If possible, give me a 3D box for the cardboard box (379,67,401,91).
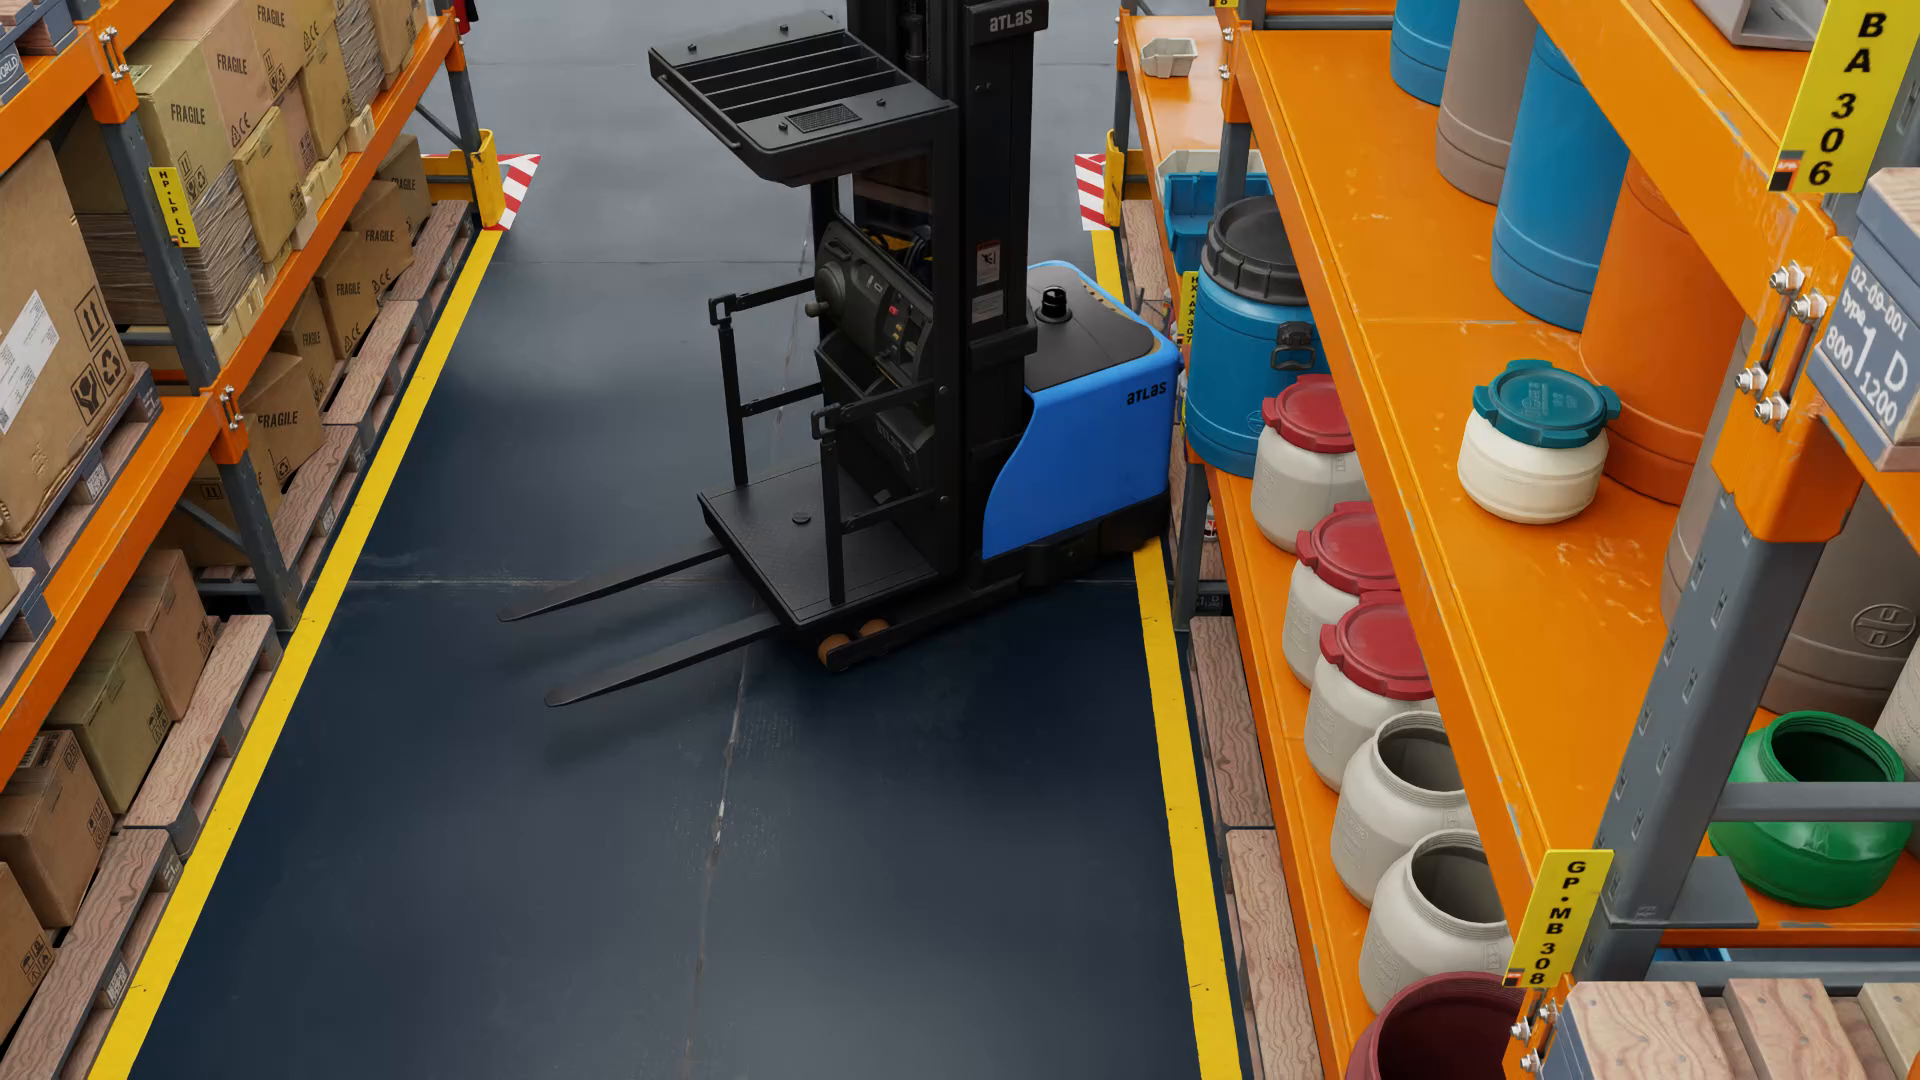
[{"bbox_3d":[-3.254,-2.544,8.973,0.380,0.149,0.250,0,39,0],"label":"cardboard box"}]

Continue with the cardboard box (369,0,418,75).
[{"bbox_3d":[-3.403,-2.788,8.758,0.875,0.500,0.500,0,39,0],"label":"cardboard box"}]

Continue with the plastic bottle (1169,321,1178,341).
[{"bbox_3d":[1.147,-1.052,8.739,0.097,0.271,0.097,0,39,0],"label":"plastic bottle"}]

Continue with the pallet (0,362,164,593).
[{"bbox_3d":[-3.637,-0.235,6.044,1.003,0.211,1.213,0,39,0],"label":"pallet"}]

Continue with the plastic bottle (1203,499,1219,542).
[{"bbox_3d":[1.148,-0.098,7.605,0.097,0.201,0.097,0,39,0],"label":"plastic bottle"}]

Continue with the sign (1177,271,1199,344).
[{"bbox_3d":[0.910,-0.906,6.506,0.100,0.325,0.005,0,39,0],"label":"sign"}]

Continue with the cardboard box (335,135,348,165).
[{"bbox_3d":[-3.253,-1.919,8.192,0.380,0.149,0.250,0,39,0],"label":"cardboard box"}]

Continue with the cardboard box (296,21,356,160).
[{"bbox_3d":[-3.457,-2.163,7.978,0.875,0.500,0.500,0,39,0],"label":"cardboard box"}]

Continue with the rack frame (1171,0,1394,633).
[{"bbox_3d":[1.460,-0.792,6.585,1.000,3.000,0.127,0,39,0],"label":"rack frame"}]

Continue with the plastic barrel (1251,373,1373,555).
[{"bbox_3d":[1.242,-0.246,5.795,0.433,0.535,0.433,0,39,0],"label":"plastic barrel"}]

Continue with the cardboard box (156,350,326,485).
[{"bbox_3d":[-3.461,-0.585,7.990,0.500,0.500,0.500,12,40,14],"label":"cardboard box"}]

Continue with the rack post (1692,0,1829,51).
[{"bbox_3d":[1.549,-1.979,3.109,1.013,1.000,3.121,0,39,0],"label":"rack post"}]

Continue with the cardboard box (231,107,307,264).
[{"bbox_3d":[-3.397,-1.537,7.197,0.875,0.500,0.500,0,39,0],"label":"cardboard box"}]

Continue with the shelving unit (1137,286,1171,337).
[{"bbox_3d":[0.817,-0.783,8.239,0.210,0.900,0.258,-15,41,-27],"label":"shelving unit"}]

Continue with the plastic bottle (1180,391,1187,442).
[{"bbox_3d":[1.171,-0.654,8.179,0.144,0.351,0.185,0,39,0],"label":"plastic bottle"}]

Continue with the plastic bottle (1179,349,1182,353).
[{"bbox_3d":[1.147,-0.900,8.606,0.097,0.201,0.097,0,39,0],"label":"plastic bottle"}]

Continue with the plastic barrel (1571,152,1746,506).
[{"bbox_3d":[1.680,-0.551,3.542,0.600,0.830,0.708,0,39,0],"label":"plastic barrel"}]

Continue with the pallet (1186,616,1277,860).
[{"bbox_3d":[1.500,0.788,6.844,1.003,0.211,1.213,0,39,0],"label":"pallet"}]

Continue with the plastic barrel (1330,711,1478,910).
[{"bbox_3d":[1.250,0.760,4.560,0.421,0.512,0.421,0,39,0],"label":"plastic barrel"}]

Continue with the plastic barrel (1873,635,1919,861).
[{"bbox_3d":[1.771,0.301,2.733,0.421,0.512,0.421,0,39,0],"label":"plastic barrel"}]

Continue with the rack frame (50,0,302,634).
[{"bbox_3d":[-3.493,-0.788,6.580,1.000,3.000,0.127,0,39,0],"label":"rack frame"}]

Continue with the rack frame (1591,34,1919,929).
[{"bbox_3d":[1.465,-0.631,1.587,1.000,3.000,0.127,0,39,0],"label":"rack frame"}]

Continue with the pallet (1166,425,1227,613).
[{"bbox_3d":[1.501,-0.123,7.981,1.003,0.211,1.213,0,39,0],"label":"pallet"}]

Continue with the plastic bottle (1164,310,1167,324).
[{"bbox_3d":[1.146,-1.174,8.948,0.097,0.201,0.097,0,39,0],"label":"plastic bottle"}]

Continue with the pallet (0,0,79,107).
[{"bbox_3d":[-3.598,-1.499,5.219,1.213,0.211,1.003,0,39,0],"label":"pallet"}]

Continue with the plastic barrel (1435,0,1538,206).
[{"bbox_3d":[1.679,-1.431,4.583,0.600,0.901,0.600,0,39,0],"label":"plastic barrel"}]

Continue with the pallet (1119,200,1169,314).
[{"bbox_3d":[1.499,-1.649,9.885,1.003,0.211,1.213,0,39,0],"label":"pallet"}]

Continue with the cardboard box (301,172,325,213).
[{"bbox_3d":[-3.218,-1.606,7.802,0.380,0.149,0.250,0,39,0],"label":"cardboard box"}]

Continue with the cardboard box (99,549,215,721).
[{"bbox_3d":[-3.513,0.400,6.745,0.700,0.500,0.500,-3,39,-4],"label":"cardboard box"}]

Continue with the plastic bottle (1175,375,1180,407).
[{"bbox_3d":[1.147,-0.771,8.445,0.097,0.201,0.097,0,39,0],"label":"plastic bottle"}]

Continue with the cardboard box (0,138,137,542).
[{"bbox_3d":[-3.632,-0.689,5.641,1.000,1.000,1.000,0,39,0],"label":"cardboard box"}]

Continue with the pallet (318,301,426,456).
[{"bbox_3d":[-3.533,-0.885,8.931,1.003,0.211,1.213,0,39,0],"label":"pallet"}]

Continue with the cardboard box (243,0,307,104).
[{"bbox_3d":[-3.241,-2.240,7.275,0.500,0.500,0.500,0,39,0],"label":"cardboard box"}]

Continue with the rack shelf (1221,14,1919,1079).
[{"bbox_3d":[1.463,-0.431,4.311,1.077,0.370,4.000,0,39,0],"label":"rack shelf"}]

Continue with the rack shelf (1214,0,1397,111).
[{"bbox_3d":[1.458,-2.932,7.432,1.077,0.370,4.000,0,39,0],"label":"rack shelf"}]

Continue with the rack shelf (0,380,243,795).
[{"bbox_3d":[-3.490,0.743,5.244,1.077,0.370,4.000,0,39,0],"label":"rack shelf"}]

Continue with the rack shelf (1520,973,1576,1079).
[{"bbox_3d":[1.467,2.071,1.189,1.077,0.370,4.000,0,39,0],"label":"rack shelf"}]

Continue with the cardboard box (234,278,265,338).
[{"bbox_3d":[-3.179,-0.981,7.022,0.380,0.149,0.250,0,39,0],"label":"cardboard box"}]

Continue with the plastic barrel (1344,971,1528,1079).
[{"bbox_3d":[1.162,1.367,3.783,0.600,0.536,0.708,0,39,0],"label":"plastic barrel"}]

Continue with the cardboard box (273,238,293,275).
[{"bbox_3d":[-3.217,-1.294,7.412,0.380,0.149,0.250,0,39,0],"label":"cardboard box"}]

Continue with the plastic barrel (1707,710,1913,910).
[{"bbox_3d":[1.414,0.446,2.766,0.294,0.245,0.294,0,39,0],"label":"plastic barrel"}]

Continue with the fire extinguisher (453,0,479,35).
[{"bbox_3d":[-3.036,-3.331,9.815,0.296,0.674,0.183,0,39,0],"label":"fire extinguisher"}]

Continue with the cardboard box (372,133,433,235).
[{"bbox_3d":[-3.513,-2.087,9.865,0.500,0.500,0.500,7,39,8],"label":"cardboard box"}]

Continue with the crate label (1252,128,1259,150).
[{"bbox_3d":[1.728,-2.156,8.259,0.502,0.435,0.616,0,39,0],"label":"crate label"}]

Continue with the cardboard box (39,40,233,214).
[{"bbox_3d":[-3.239,-1.615,6.495,0.500,0.500,0.500,0,39,0],"label":"cardboard box"}]

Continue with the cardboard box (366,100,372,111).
[{"bbox_3d":[-3.273,-2.232,8.582,0.380,0.149,0.250,0,39,0],"label":"cardboard box"}]

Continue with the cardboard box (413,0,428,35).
[{"bbox_3d":[-3.290,-3.013,9.558,0.380,0.149,0.250,0,39,0],"label":"cardboard box"}]

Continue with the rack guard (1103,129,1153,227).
[{"bbox_3d":[1.503,-2.270,10.428,1.175,0.500,0.348,0,39,0],"label":"rack guard"}]

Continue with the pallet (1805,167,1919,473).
[{"bbox_3d":[1.435,0.050,1.208,1.213,0.211,1.003,0,39,0],"label":"pallet"}]

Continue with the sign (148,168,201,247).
[{"bbox_3d":[-2.937,-1.242,6.221,0.100,0.325,0.005,0,39,0],"label":"sign"}]

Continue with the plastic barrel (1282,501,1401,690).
[{"bbox_3d":[1.243,0.213,5.223,0.433,0.535,0.433,0,39,0],"label":"plastic barrel"}]

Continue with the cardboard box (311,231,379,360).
[{"bbox_3d":[-3.496,-1.322,8.910,0.500,0.500,0.500,3,39,4],"label":"cardboard box"}]

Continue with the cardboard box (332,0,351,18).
[{"bbox_3d":[-3.245,-2.866,8.055,0.500,0.500,0.500,0,39,0],"label":"cardboard box"}]

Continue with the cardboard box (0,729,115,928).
[{"bbox_3d":[-3.531,1.048,5.936,0.700,0.500,0.500,-3,39,-4],"label":"cardboard box"}]

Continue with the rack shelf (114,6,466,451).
[{"bbox_3d":[-3.495,-1.758,8.366,1.077,0.370,4.000,0,39,0],"label":"rack shelf"}]

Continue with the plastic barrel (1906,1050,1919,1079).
[{"bbox_3d":[1.463,0.563,1.817,0.600,0.830,0.708,0,39,0],"label":"plastic barrel"}]

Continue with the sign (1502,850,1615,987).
[{"bbox_3d":[0.915,0.585,2.552,0.100,0.325,0.005,0,39,0],"label":"sign"}]

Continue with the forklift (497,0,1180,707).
[{"bbox_3d":[-0.542,-0.946,6.832,3.031,2.935,1.130,-20,43,-23],"label":"forklift"}]

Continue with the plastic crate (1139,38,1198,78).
[{"bbox_3d":[1.135,-2.630,9.090,0.298,0.136,0.250,0,39,0],"label":"plastic crate"}]
